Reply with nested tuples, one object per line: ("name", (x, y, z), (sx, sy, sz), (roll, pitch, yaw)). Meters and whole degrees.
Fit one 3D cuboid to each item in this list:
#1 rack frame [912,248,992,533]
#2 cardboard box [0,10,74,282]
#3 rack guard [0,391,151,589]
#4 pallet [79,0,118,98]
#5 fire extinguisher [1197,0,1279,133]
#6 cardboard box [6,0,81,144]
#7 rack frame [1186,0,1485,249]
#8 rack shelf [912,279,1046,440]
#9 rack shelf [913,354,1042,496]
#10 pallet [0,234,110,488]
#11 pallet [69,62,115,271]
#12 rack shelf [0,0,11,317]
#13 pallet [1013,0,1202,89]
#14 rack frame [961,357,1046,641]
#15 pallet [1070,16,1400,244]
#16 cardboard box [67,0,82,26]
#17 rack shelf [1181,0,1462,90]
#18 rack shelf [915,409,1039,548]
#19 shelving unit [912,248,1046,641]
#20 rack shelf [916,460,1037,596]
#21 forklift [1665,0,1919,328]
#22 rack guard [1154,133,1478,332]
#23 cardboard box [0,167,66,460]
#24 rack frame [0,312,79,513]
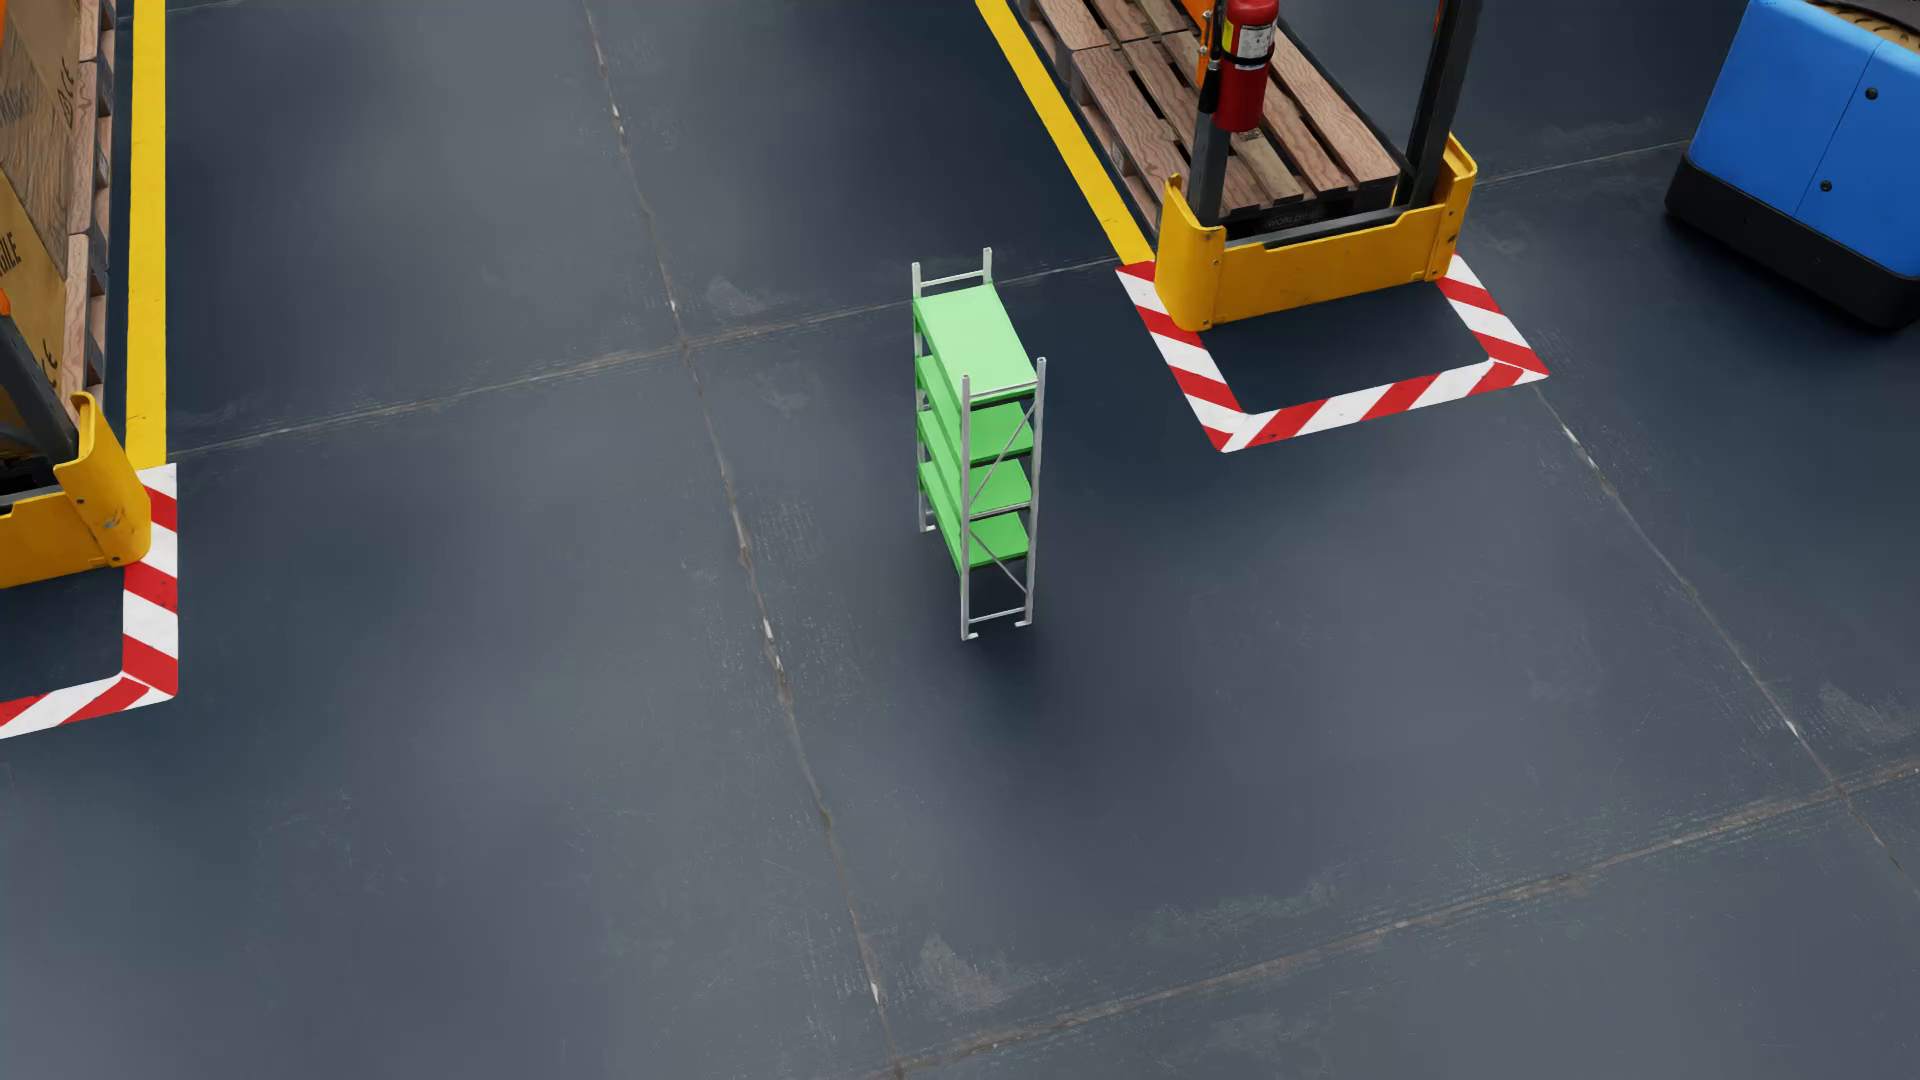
("rack frame", (-0.023, -0.444, 5.340), (0.240, 1.200, 0.015), (-13, 51, -11))
("cardboard box", (-3.923, -1.475, 6.147), (0.875, 0.875, 0.875), (-13, 51, -11))
("rack guard", (-3.382, -0.087, 5.497), (1.175, 0.500, 0.348), (-13, 51, -11))
("pallet", (-4.421, -2.360, 7.602), (1.003, 0.211, 1.213), (-13, 51, -11))
("fire extinguisher", (0.953, -1.672, 5.493), (0.296, 0.674, 0.183), (-13, 51, -11))
("cardboard box", (-4.187, -2.125, 6.695), (0.875, 0.875, 0.875), (-13, 51, -11))
("rack frame", (1.343, -2.030, 5.500), (1.000, 3.000, 0.127), (-13, 51, -11))
("rack shelf", (0.049, -0.534, 4.871), (0.258, 0.148, 0.480), (-13, 51, -11))
("rack shelf", (0.049, -0.379, 5.055), (0.258, 0.148, 0.480), (-13, 51, -11))
("pallet", (-3.700, -0.578, 6.099), (1.003, 0.211, 1.213), (-13, 51, -11))
("pallet", (-4.057, -1.468, 6.849), (1.003, 0.211, 1.213), (-13, 51, -11))
("rack shelf", (-3.980, -2.139, 6.062), (1.077, 0.370, 4.000), (-13, 51, -11))
("pallet", (0.779, -2.632, 7.831), (1.003, 0.211, 1.213), (-13, 51, -11))
("rack frame", (0.121, -0.088, 5.039), (0.240, 1.200, 0.015), (-13, 51, -11))
("pallet", (1.136, -1.743, 7.081), (1.003, 0.211, 1.213), (-13, 51, -11))
("cardboard box", (-4.453, -2.782, 7.249), (0.875, 0.875, 0.875), (-13, 51, -11))
("rack shelf", (0.751, -3.259, 7.006), (1.077, 0.370, 4.000), (-13, 51, -11))
("rack shelf", (0.049, -0.225, 5.238), (0.258, 0.148, 0.480), (-13, 51, -11))
("shelving unit", (0.049, -0.266, 5.189), (0.258, 1.200, 0.503), (-13, 51, -11))
("rack shelf", (0.049, -0.070, 5.422), (0.258, 0.148, 0.480), (-13, 51, -11))
("forklift", (4.333, -2.733, 6.137), (3.031, 2.935, 1.130), (-34, 58, -25))
("rack guard", (1.362, -1.210, 6.443), (1.175, 0.500, 0.348), (-13, 51, -11))
("cardboard box", (-3.654, -0.810, 5.586), (0.875, 0.875, 0.875), (-13, 51, -11))
("rack frame", (-3.389, -0.911, 4.556), (1.000, 3.000, 0.127), (-13, 51, -11))
